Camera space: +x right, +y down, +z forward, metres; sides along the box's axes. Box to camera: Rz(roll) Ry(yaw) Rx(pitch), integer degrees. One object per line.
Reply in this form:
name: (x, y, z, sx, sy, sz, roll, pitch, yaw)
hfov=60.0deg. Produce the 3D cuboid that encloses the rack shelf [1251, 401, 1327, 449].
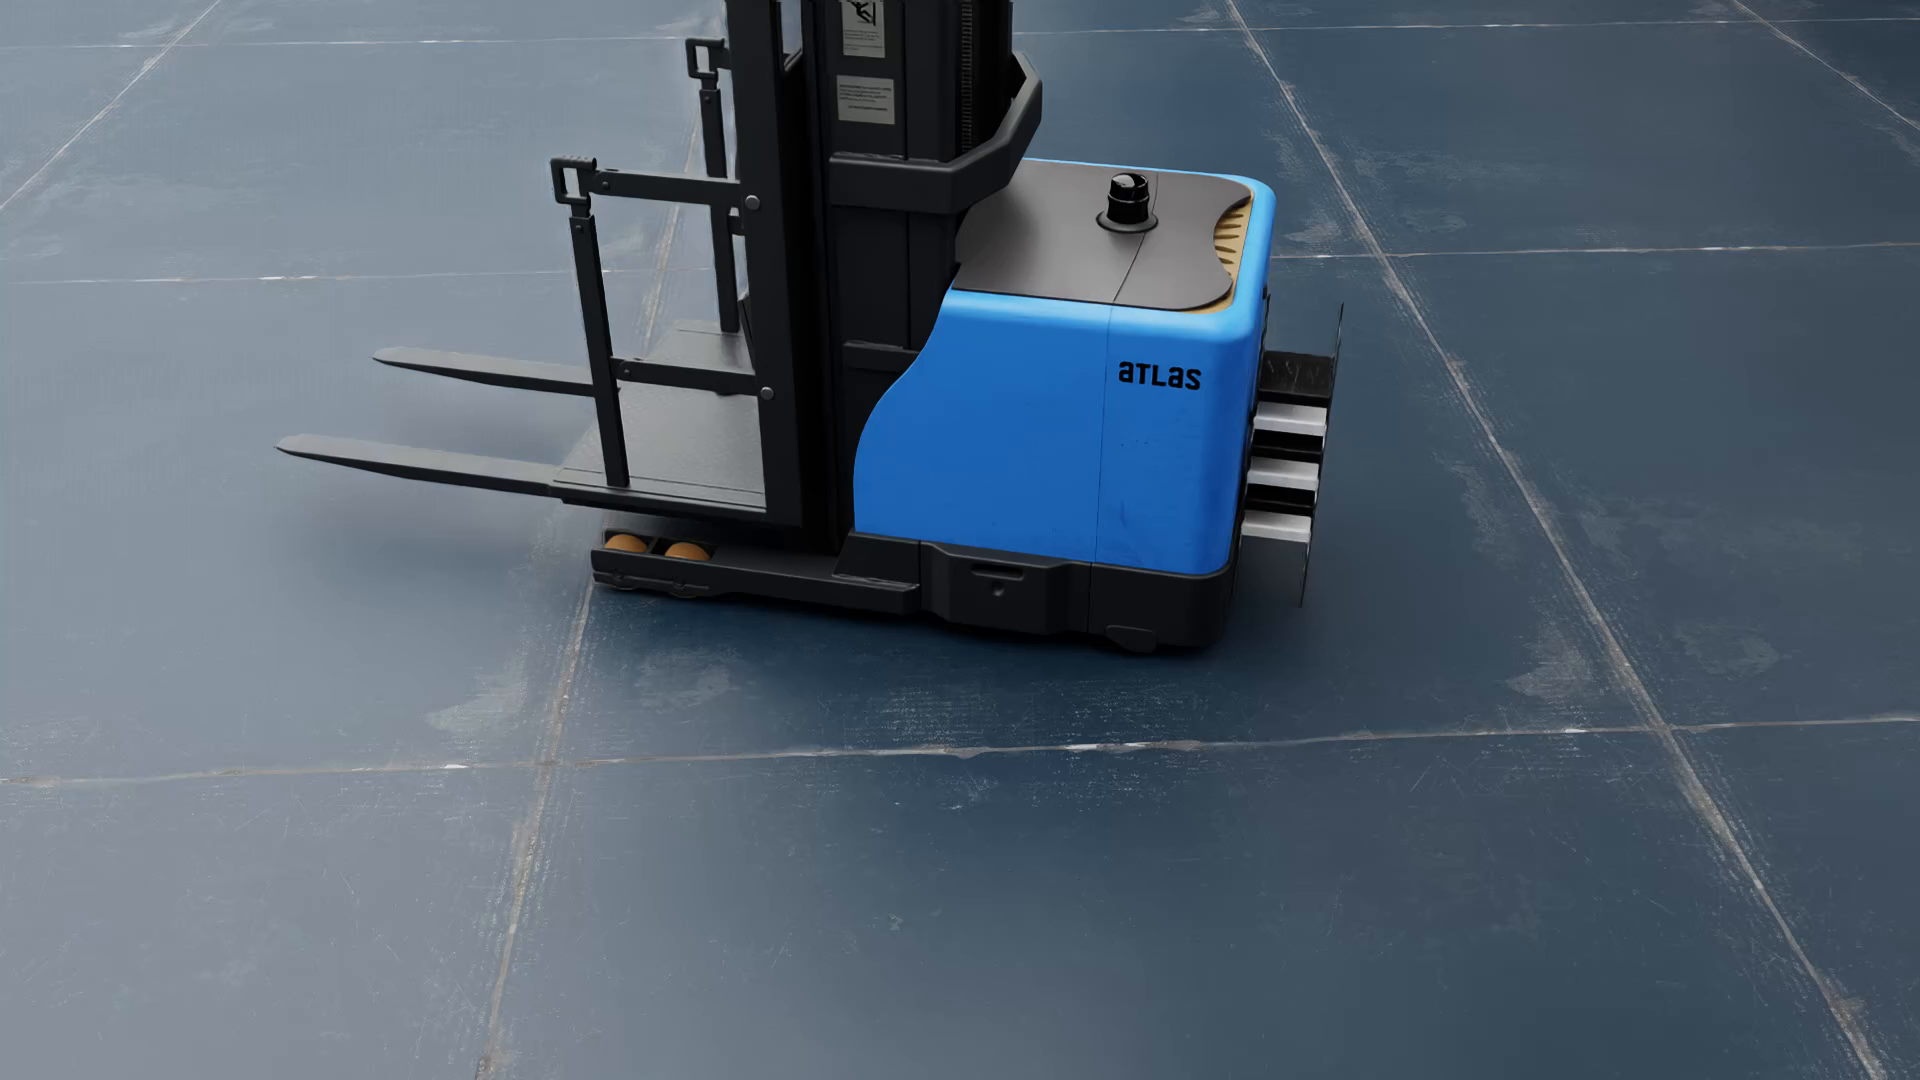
rack shelf: (0.943, -0.366, 4.730, 0.200, 0.077, 0.258, 7, 35, 10)

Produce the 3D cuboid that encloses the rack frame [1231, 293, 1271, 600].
rack frame: (0.844, -0.258, 4.832, 0.006, 0.900, 0.240, 7, 35, 10)

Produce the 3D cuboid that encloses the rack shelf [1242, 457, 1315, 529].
rack shelf: (0.943, -0.144, 4.884, 0.200, 0.077, 0.258, 7, 35, 10)

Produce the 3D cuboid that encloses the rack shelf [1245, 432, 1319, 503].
rack shelf: (0.943, -0.218, 4.832, 0.200, 0.077, 0.258, 7, 35, 10)

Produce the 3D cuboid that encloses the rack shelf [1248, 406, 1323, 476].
rack shelf: (0.943, -0.292, 4.781, 0.200, 0.077, 0.258, 7, 35, 10)

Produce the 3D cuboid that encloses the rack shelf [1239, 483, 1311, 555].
rack shelf: (0.943, -0.070, 4.935, 0.200, 0.077, 0.258, 7, 35, 10)

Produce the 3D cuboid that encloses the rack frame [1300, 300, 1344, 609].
rack frame: (1.042, -0.232, 4.795, 0.006, 0.900, 0.240, 7, 35, 10)

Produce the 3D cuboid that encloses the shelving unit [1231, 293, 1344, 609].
shelving unit: (0.943, -0.245, 4.814, 0.210, 0.900, 0.258, 7, 35, 10)

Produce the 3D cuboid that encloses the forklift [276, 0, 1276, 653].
forklift: (-0.629, -1.313, 4.572, 3.031, 2.935, 1.130, 7, 35, 10)

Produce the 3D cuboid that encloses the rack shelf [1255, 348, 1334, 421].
rack shelf: (0.943, -0.440, 4.679, 0.200, 0.077, 0.258, 7, 35, 10)
